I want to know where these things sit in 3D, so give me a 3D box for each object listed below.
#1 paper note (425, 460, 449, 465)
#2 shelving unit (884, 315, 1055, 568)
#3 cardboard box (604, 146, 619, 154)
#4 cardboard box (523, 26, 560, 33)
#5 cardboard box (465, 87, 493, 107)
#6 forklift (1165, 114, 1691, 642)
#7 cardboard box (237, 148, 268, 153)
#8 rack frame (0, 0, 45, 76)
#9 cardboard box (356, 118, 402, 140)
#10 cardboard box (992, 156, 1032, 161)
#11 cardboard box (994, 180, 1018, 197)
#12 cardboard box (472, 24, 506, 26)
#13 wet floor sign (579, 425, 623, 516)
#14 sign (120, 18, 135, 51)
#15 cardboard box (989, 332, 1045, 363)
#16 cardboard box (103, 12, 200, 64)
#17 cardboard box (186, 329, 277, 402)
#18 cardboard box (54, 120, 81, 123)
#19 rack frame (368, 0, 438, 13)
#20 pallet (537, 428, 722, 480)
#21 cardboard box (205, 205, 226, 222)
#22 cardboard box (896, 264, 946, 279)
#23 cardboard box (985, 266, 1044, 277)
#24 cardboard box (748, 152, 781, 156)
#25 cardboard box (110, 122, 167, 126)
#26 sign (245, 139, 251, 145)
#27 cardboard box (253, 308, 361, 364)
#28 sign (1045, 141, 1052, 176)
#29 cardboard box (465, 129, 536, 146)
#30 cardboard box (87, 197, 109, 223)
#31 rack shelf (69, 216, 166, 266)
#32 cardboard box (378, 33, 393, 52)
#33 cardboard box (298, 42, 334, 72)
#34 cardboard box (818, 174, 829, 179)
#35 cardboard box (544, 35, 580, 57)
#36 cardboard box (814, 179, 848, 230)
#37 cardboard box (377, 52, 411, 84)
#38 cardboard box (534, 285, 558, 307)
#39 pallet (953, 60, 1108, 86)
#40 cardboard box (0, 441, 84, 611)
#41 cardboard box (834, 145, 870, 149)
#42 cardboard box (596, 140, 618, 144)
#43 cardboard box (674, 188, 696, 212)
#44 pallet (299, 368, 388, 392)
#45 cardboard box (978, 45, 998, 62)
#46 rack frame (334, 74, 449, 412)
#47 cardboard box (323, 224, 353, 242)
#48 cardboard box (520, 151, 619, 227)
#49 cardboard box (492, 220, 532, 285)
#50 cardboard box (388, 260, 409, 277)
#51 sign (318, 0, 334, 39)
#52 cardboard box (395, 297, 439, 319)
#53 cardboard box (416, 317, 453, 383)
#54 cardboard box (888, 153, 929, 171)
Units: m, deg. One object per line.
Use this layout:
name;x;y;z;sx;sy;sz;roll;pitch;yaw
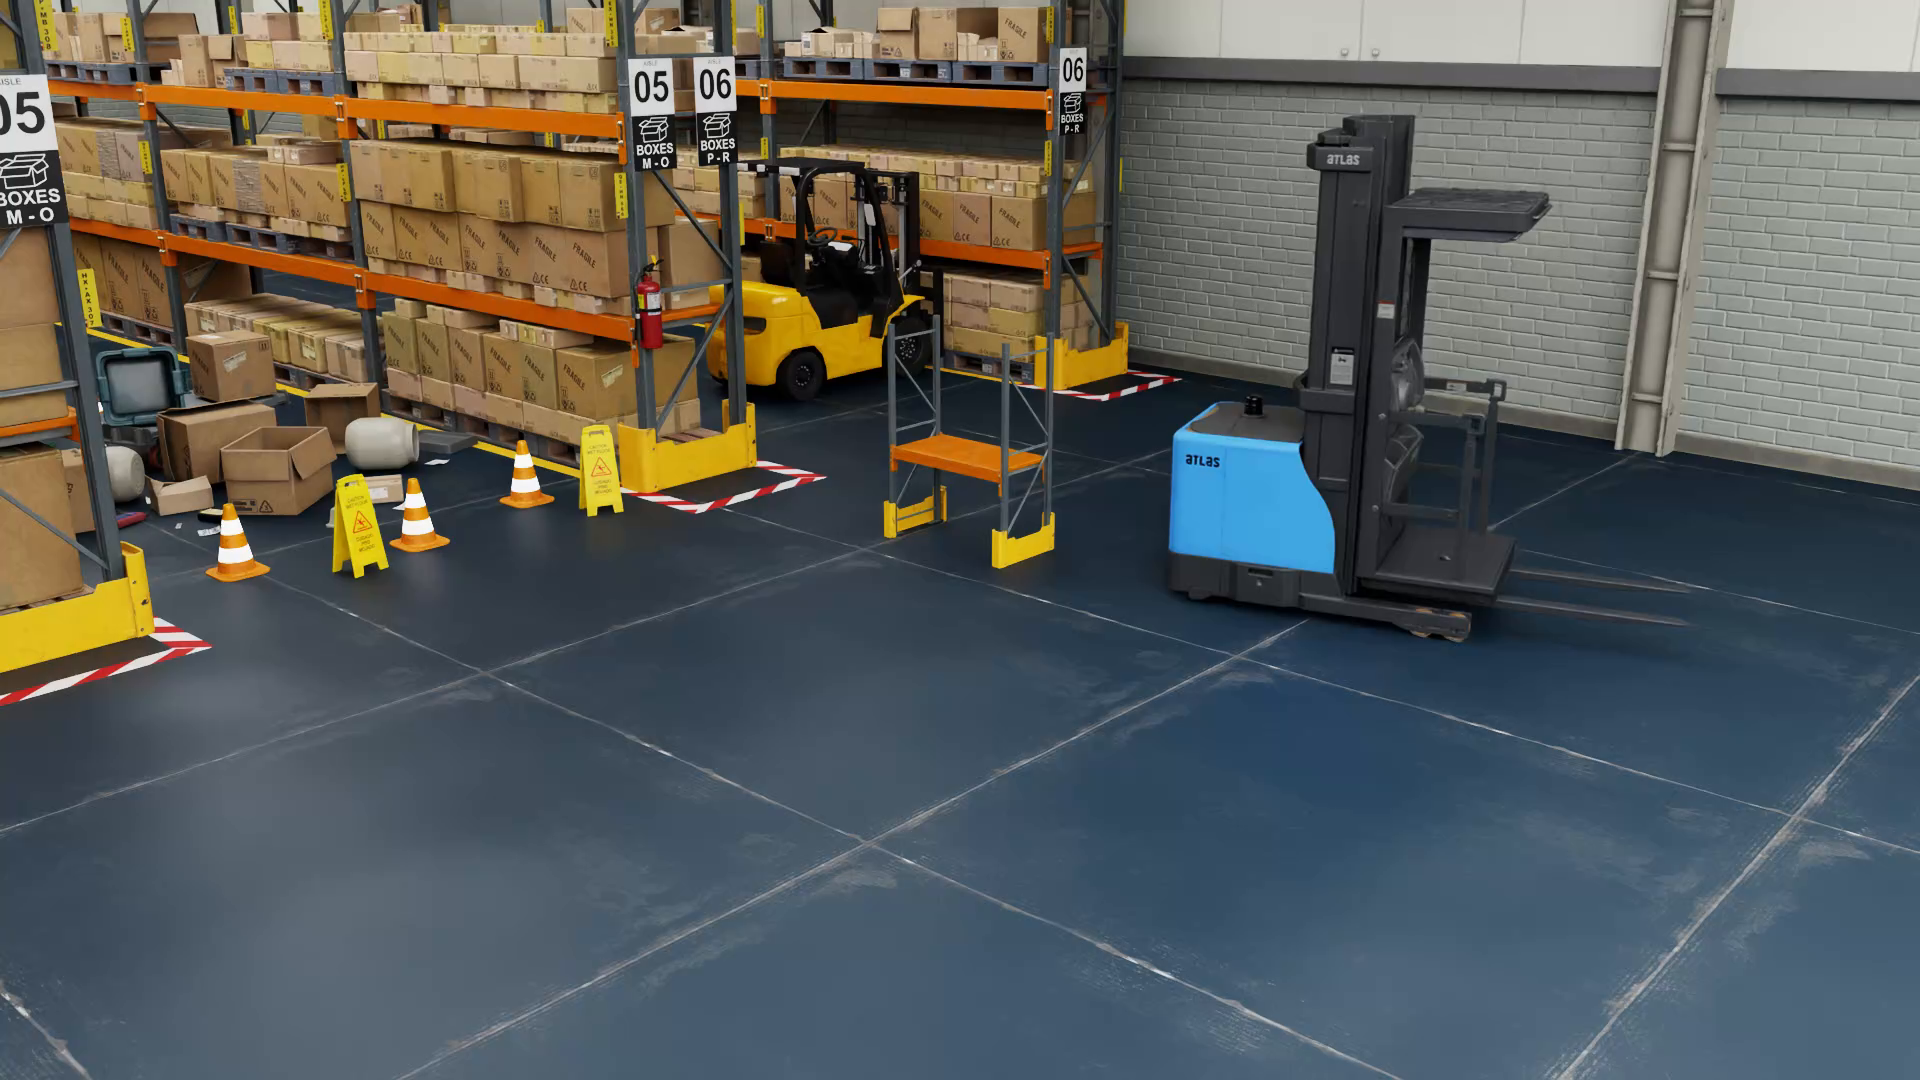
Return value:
paper note;-4.269;-0.642;13.586;0.148;0.019;0.142;7;19;21
shelving unit;0.057;-0.700;11.337;1.083;1.500;0.587;15;23;39
cardboard box;-4.122;-4.738;20.346;0.250;0.149;0.380;15;23;40
cardboard box;-5.232;-6.353;20.809;0.250;0.149;0.380;16;24;41
cardboard box;-3.718;-3.547;13.287;0.250;0.149;0.380;15;23;39
forklift;2.854;-0.984;9.867;3.031;2.935;1.130;8;19;23
cardboard box;-7.152;-3.797;17.266;0.500;0.500;0.500;15;23;38
rack frame;-5.297;-3.650;8.236;0.127;3.000;1.000;15;23;39
cardboard box;-8.708;-6.251;24.866;0.500;0.500;0.500;14;23;38
cardboard box;0.540;-3.832;16.998;0.250;0.149;0.380;15;23;40
cardboard box;0.549;-3.462;16.325;0.250;0.149;0.380;16;23;40
cardboard box;-6.298;-6.826;22.267;0.250;0.149;0.380;16;23;41
wet floor sign;-2.655;-0.528;12.210;0.267;0.644;0.232;-9;20;-27
sign;-8.445;-5.127;16.864;0.005;0.325;0.100;15;23;39
cardboard box;0.644;-1.967;16.702;0.500;0.250;0.500;15;23;40
cardboard box;-8.453;-5.258;17.396;0.637;0.503;0.797;13;22;36
cardboard box;-6.238;-1.495;14.243;0.500;0.500;0.500;15;23;39
cardboard box;-10.525;-4.615;19.377;0.500;0.500;0.500;15;23;39
rack frame;-7.770;-8.323;22.962;0.127;3.000;1.000;15;23;39
pallet;-2.728;-0.788;13.746;1.213;0.211;1.003;15;23;39
cardboard box;-7.396;-3.321;16.837;0.250;0.149;0.380;15;23;40
cardboard box;-0.490;-2.746;17.505;0.500;0.250;0.500;14;23;38
cardboard box;0.595;-2.660;17.231;0.500;0.250;0.500;15;23;39
cardboard box;-2.260;-4.450;19.436;0.250;0.149;0.380;15;23;39
cardboard box;-9.406;-4.523;19.085;0.500;0.500;0.500;16;23;40
sign;-7.717;-4.176;18.028;0.005;0.325;0.100;15;23;39
cardboard box;-6.534;-2.069;16.823;0.625;0.372;0.950;16;24;41
sign;0.834;-3.599;15.689;0.005;0.325;0.100;15;23;39
cardboard box;-6.122;-5.196;22.161;0.637;0.503;0.797;14;23;38
cardboard box;-9.380;-3.712;18.598;0.500;0.250;0.500;15;23;39
rack shelf;-9.566;-3.596;19.172;4.000;0.370;1.077;15;23;39
cardboard box;-4.654;-4.186;13.982;0.250;0.149;0.380;14;22;38
cardboard box;-5.612;-4.377;15.039;0.500;0.250;0.500;14;23;38
cardboard box;-1.315;-3.993;17.998;0.250;0.149;0.380;15;23;39
cardboard box;-2.906;-3.729;12.543;0.250;0.149;0.380;15;23;39
cardboard box;-1.228;-3.656;18.009;0.500;0.500;0.500;16;23;40
cardboard box;-4.540;-3.982;13.998;0.500;0.250;0.500;15;23;39
cardboard box;-3.162;-1.965;13.259;0.250;0.149;0.380;16;23;40
pallet;0.693;-4.590;16.303;1.213;0.211;1.003;15;23;39
cardboard box;-5.848;-0.099;9.784;0.875;0.875;0.875;15;23;40
cardboard box;-1.187;-4.301;18.475;0.250;0.149;0.380;14;23;38
cardboard box;-4.401;-4.998;21.164;0.250;0.149;0.380;16;24;41
cardboard box;-3.068;-4.035;19.613;0.500;0.250;0.500;15;23;40
pallet;-5.662;-1.561;16.181;1.213;0.211;1.003;15;23;39
cardboard box;0.384;-4.710;16.091;0.250;0.149;0.380;14;22;38
rack frame;-5.079;-2.734;15.267;0.127;3.000;1.000;15;23;39
cardboard box;-5.647;-2.855;15.371;0.250;0.149;0.380;15;23;40
cardboard box;-2.988;-2.753;13.018;0.500;0.500;0.700;15;23;40
cardboard box;-3.419;-2.370;13.463;0.500;0.500;0.500;15;23;39
cardboard box;-4.833;-2.439;14.755;0.250;0.149;0.380;16;24;41
sign;-5.445;-4.471;14.278;0.005;0.325;0.100;15;23;39
cardboard box;-4.763;-2.072;14.721;0.250;0.149;0.380;15;23;40
cardboard box;-4.408;-1.697;14.610;0.500;0.500;0.500;16;24;41
cardboard box;-0.531;-3.938;17.333;0.250;0.149;0.380;15;23;39
